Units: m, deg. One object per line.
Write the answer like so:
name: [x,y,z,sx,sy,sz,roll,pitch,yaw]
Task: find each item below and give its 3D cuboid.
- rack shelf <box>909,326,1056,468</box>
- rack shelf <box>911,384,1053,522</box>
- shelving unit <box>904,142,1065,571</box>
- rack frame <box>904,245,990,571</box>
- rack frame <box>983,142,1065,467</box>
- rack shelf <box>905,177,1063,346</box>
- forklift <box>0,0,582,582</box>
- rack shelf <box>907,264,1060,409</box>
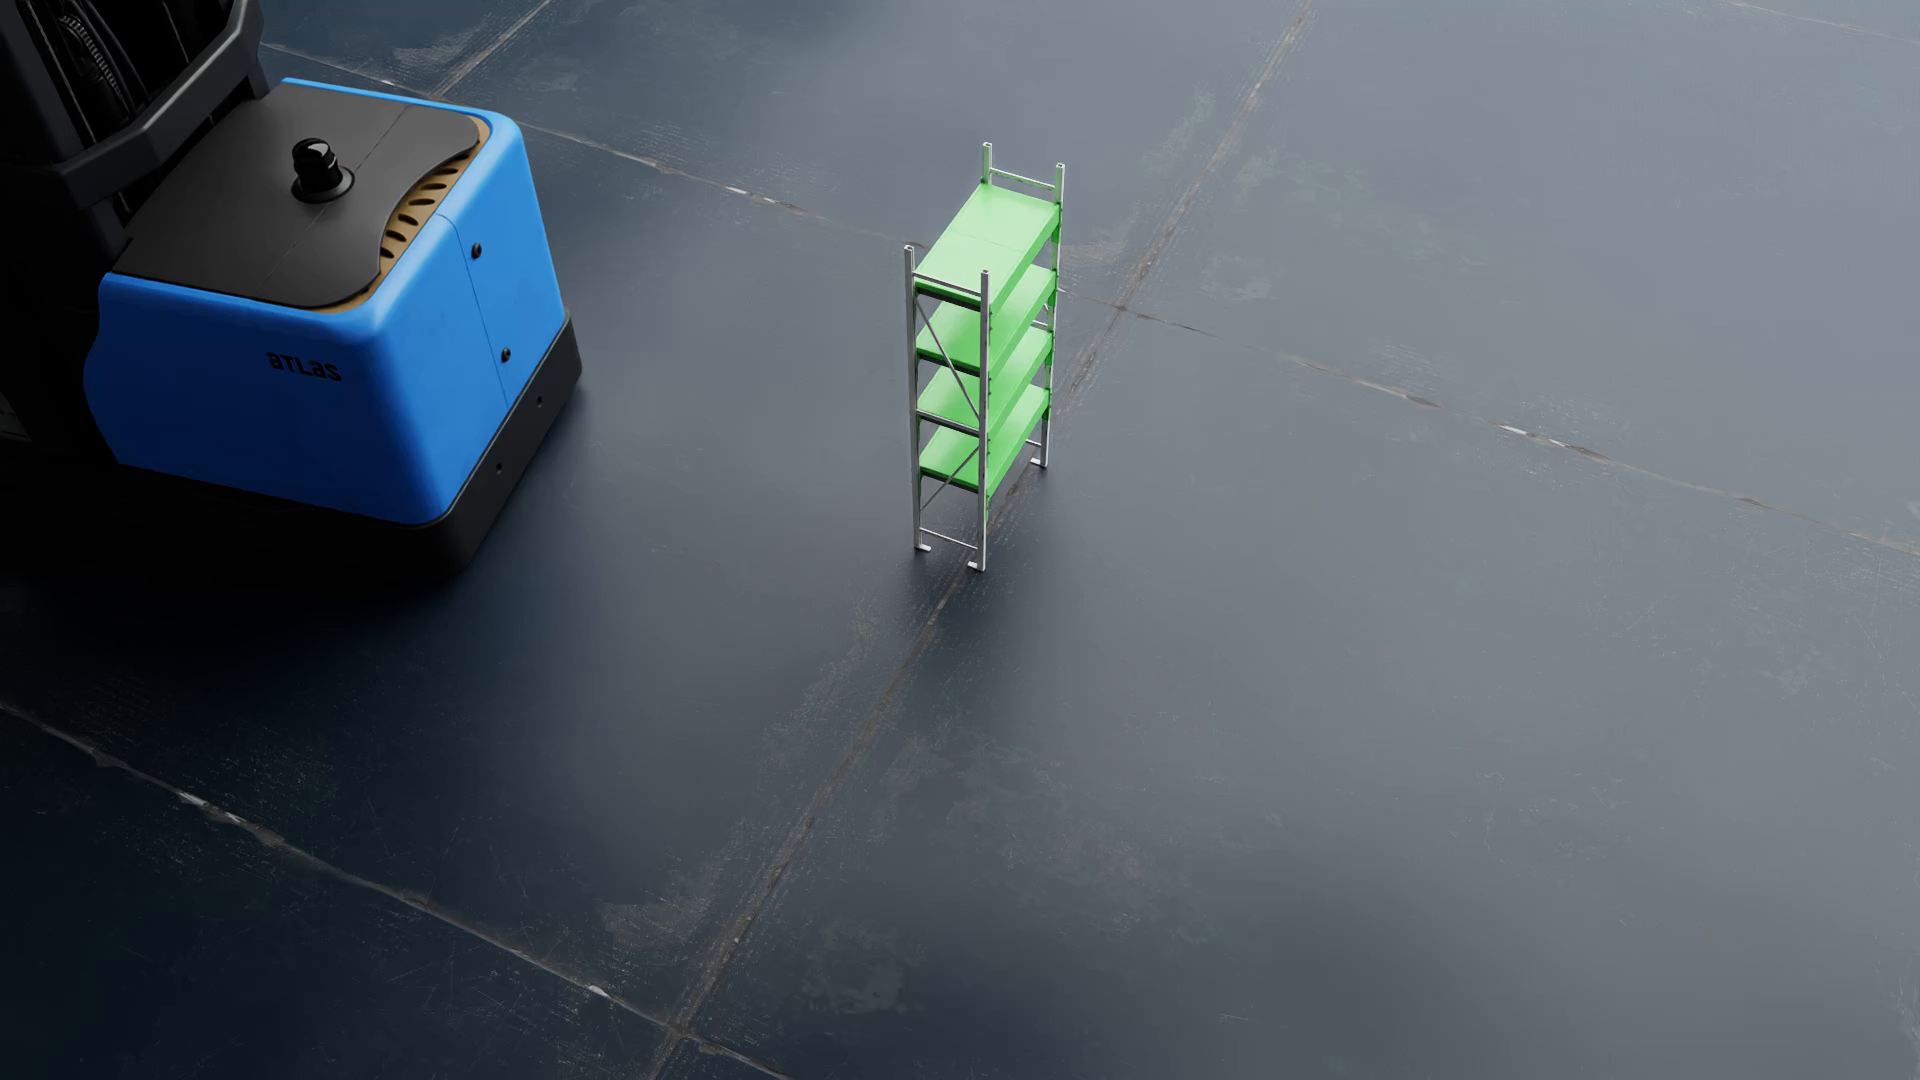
rack shelf: [0.071,-0.461,4.939,0.258,0.148,0.480,20,52,16]
rack shelf: [0.071,-0.306,5.121,0.258,0.148,0.480,20,52,16]
shelving unit: [0.071,-0.503,4.890,0.258,1.200,0.503,20,52,16]
rack frame: [-0.034,-0.335,4.747,0.240,1.200,0.015,20,52,16]
rack frame: [0.175,-0.671,5.033,0.240,1.200,0.015,20,52,16]
rack shelf: [0.071,-0.772,4.573,0.258,0.148,0.480,20,52,16]
forklift: [-2.857,-1.446,4.556,3.031,2.935,1.130,12,51,10]
rack shelf: [0.071,-0.617,4.756,0.258,0.148,0.480,20,52,16]
